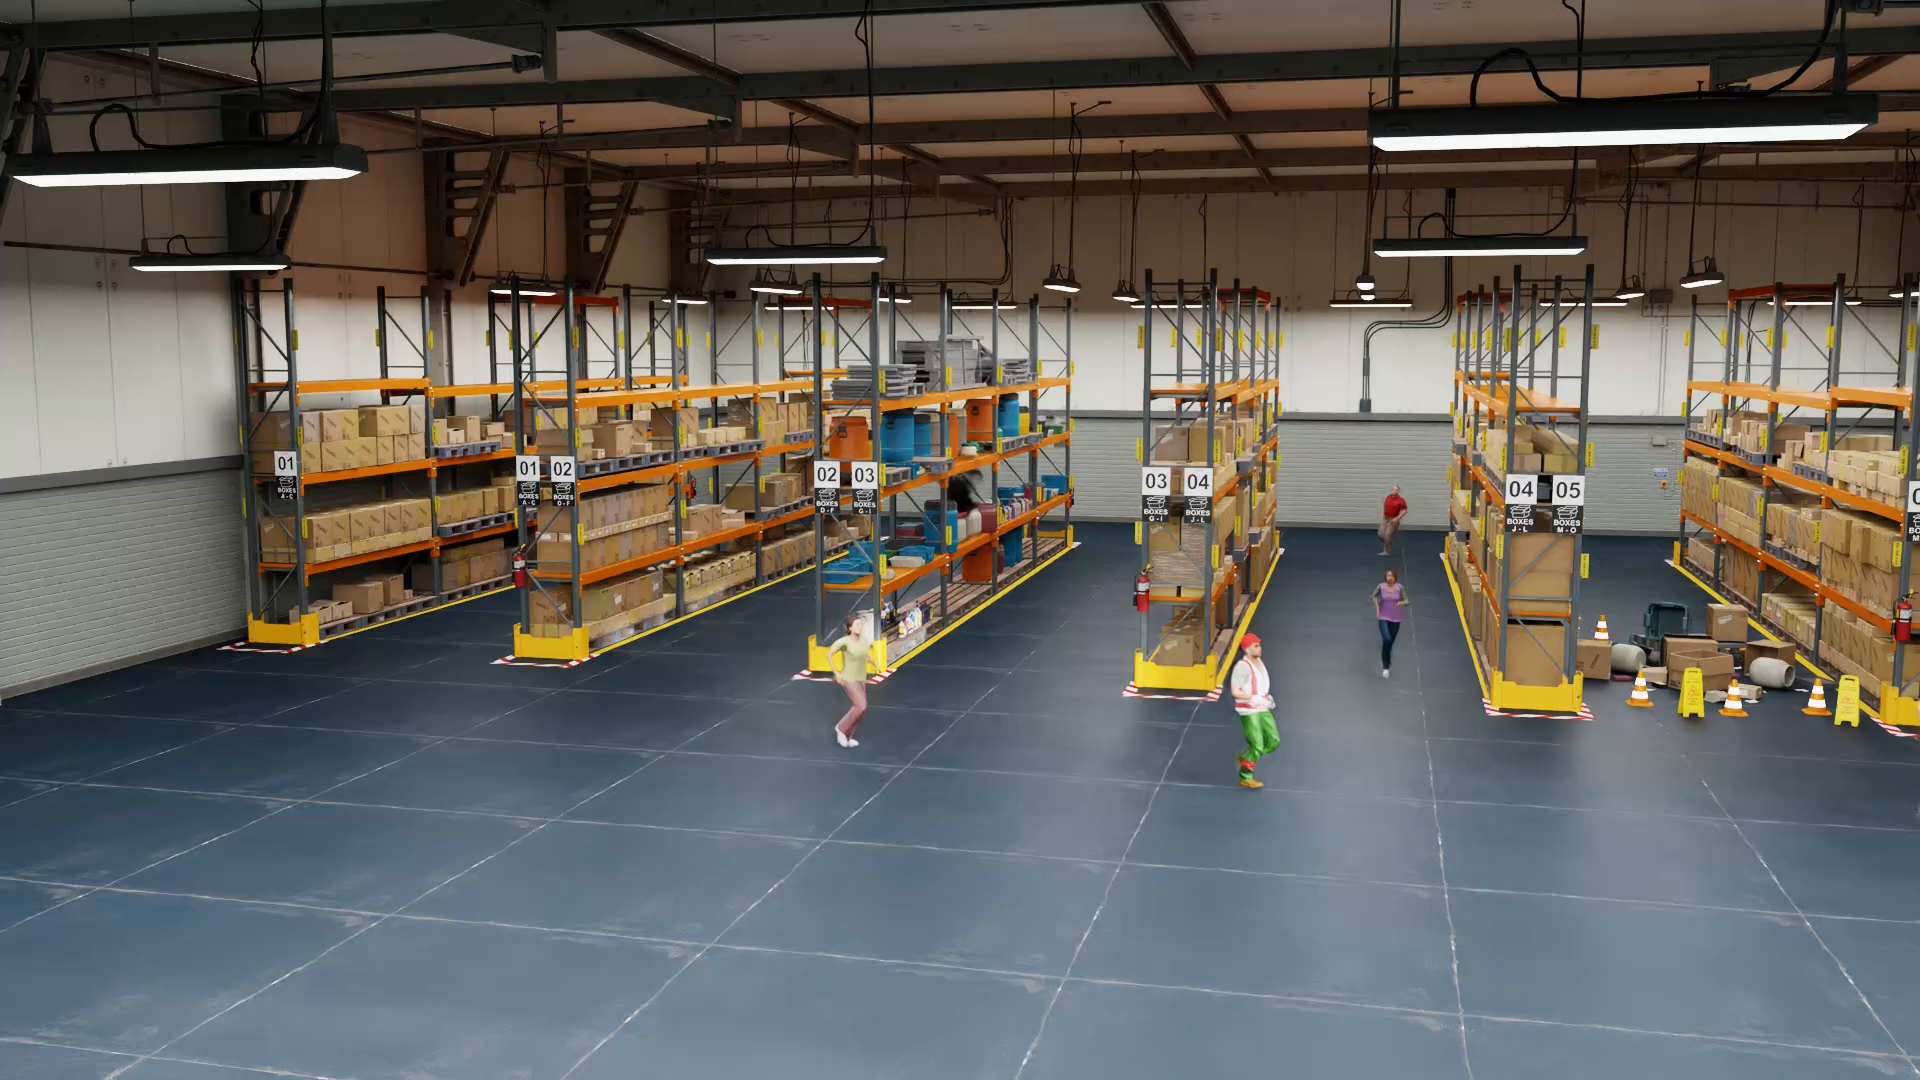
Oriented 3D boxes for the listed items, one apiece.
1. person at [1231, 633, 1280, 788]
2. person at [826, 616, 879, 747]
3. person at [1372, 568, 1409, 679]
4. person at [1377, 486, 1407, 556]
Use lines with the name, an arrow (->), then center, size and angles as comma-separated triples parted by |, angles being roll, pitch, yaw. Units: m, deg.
person -> 3.312, 1.911, 18.590 | 0.598, 1.740, 0.648 | 6, 9, 42
person -> -1.280, 1.739, 20.456 | 0.564, 1.641, 0.587 | 5, 9, 38
person -> 6.453, 1.237, 24.936 | 0.509, 1.650, 0.721 | 0, 7, 4
person -> 10.036, -0.443, 38.583 | 0.570, 1.660, 0.741 | -6, 9, -43
